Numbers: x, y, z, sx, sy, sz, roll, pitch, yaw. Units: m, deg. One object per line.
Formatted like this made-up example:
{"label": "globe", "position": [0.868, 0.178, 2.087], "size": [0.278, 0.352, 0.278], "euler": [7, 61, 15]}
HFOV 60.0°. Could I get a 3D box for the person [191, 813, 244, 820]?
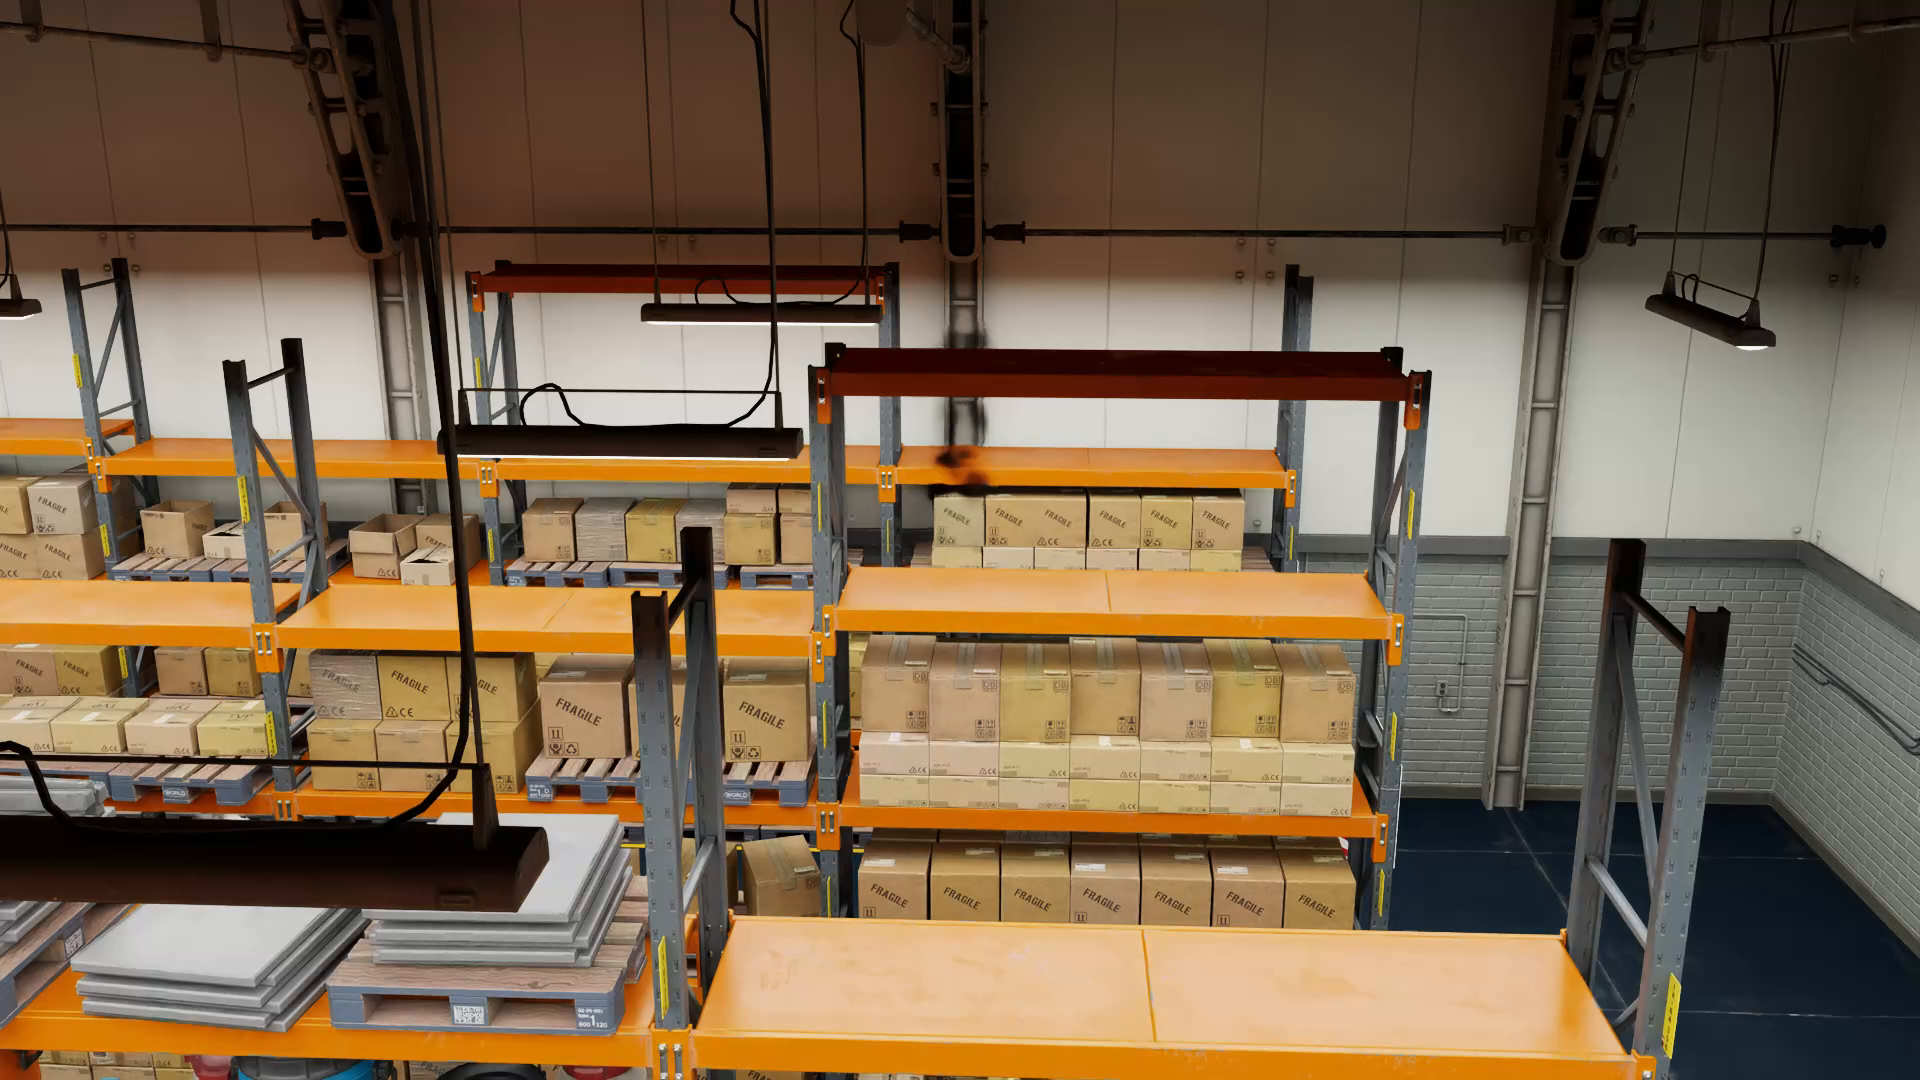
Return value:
{"label": "person", "position": [-7.020, 2.903, 15.771], "size": [0.820, 1.590, 0.715], "euler": [-6, 17, -21]}
